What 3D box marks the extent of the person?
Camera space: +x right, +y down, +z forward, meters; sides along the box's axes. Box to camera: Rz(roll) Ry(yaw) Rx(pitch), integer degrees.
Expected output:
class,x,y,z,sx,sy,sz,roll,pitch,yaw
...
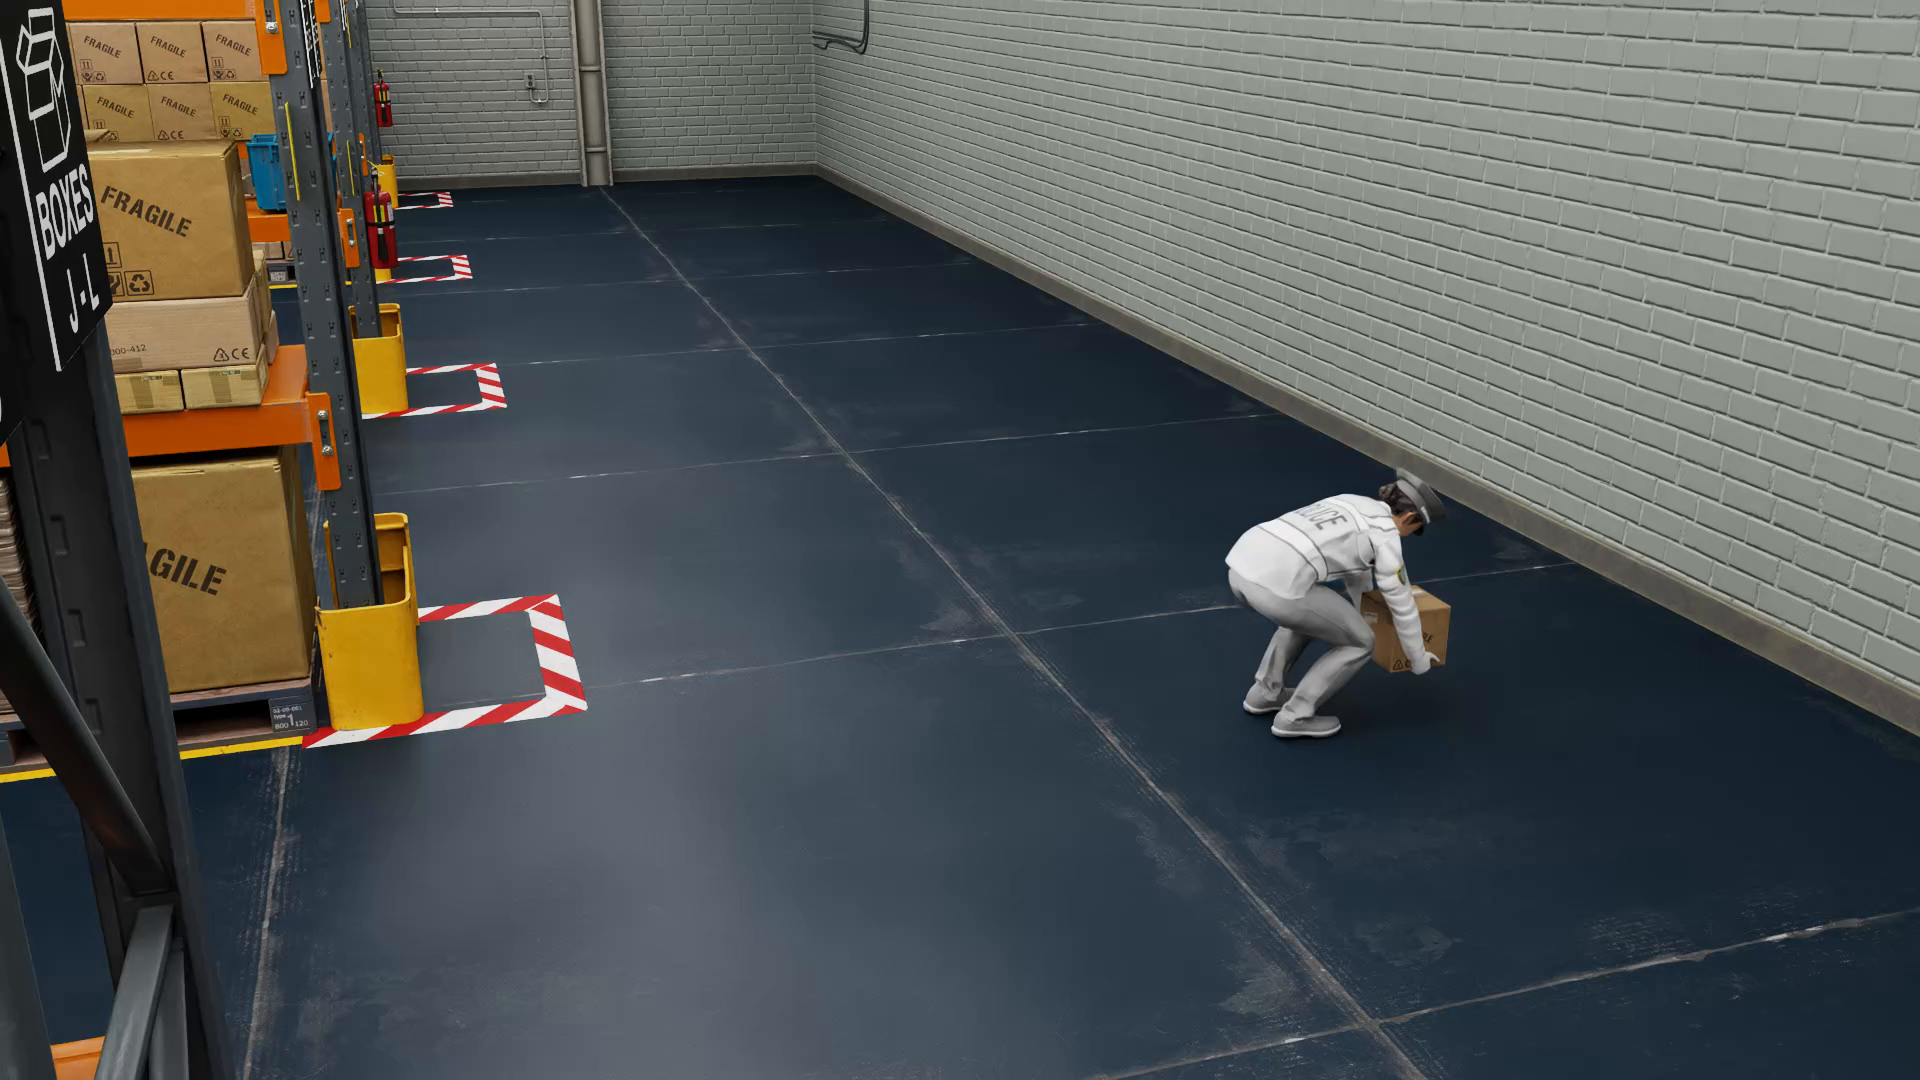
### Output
class,x,y,z,sx,sy,sz,roll,pitch,yaw
person,1.457,0.234,6.443,0.908,0.979,0.469,-7,21,-19
